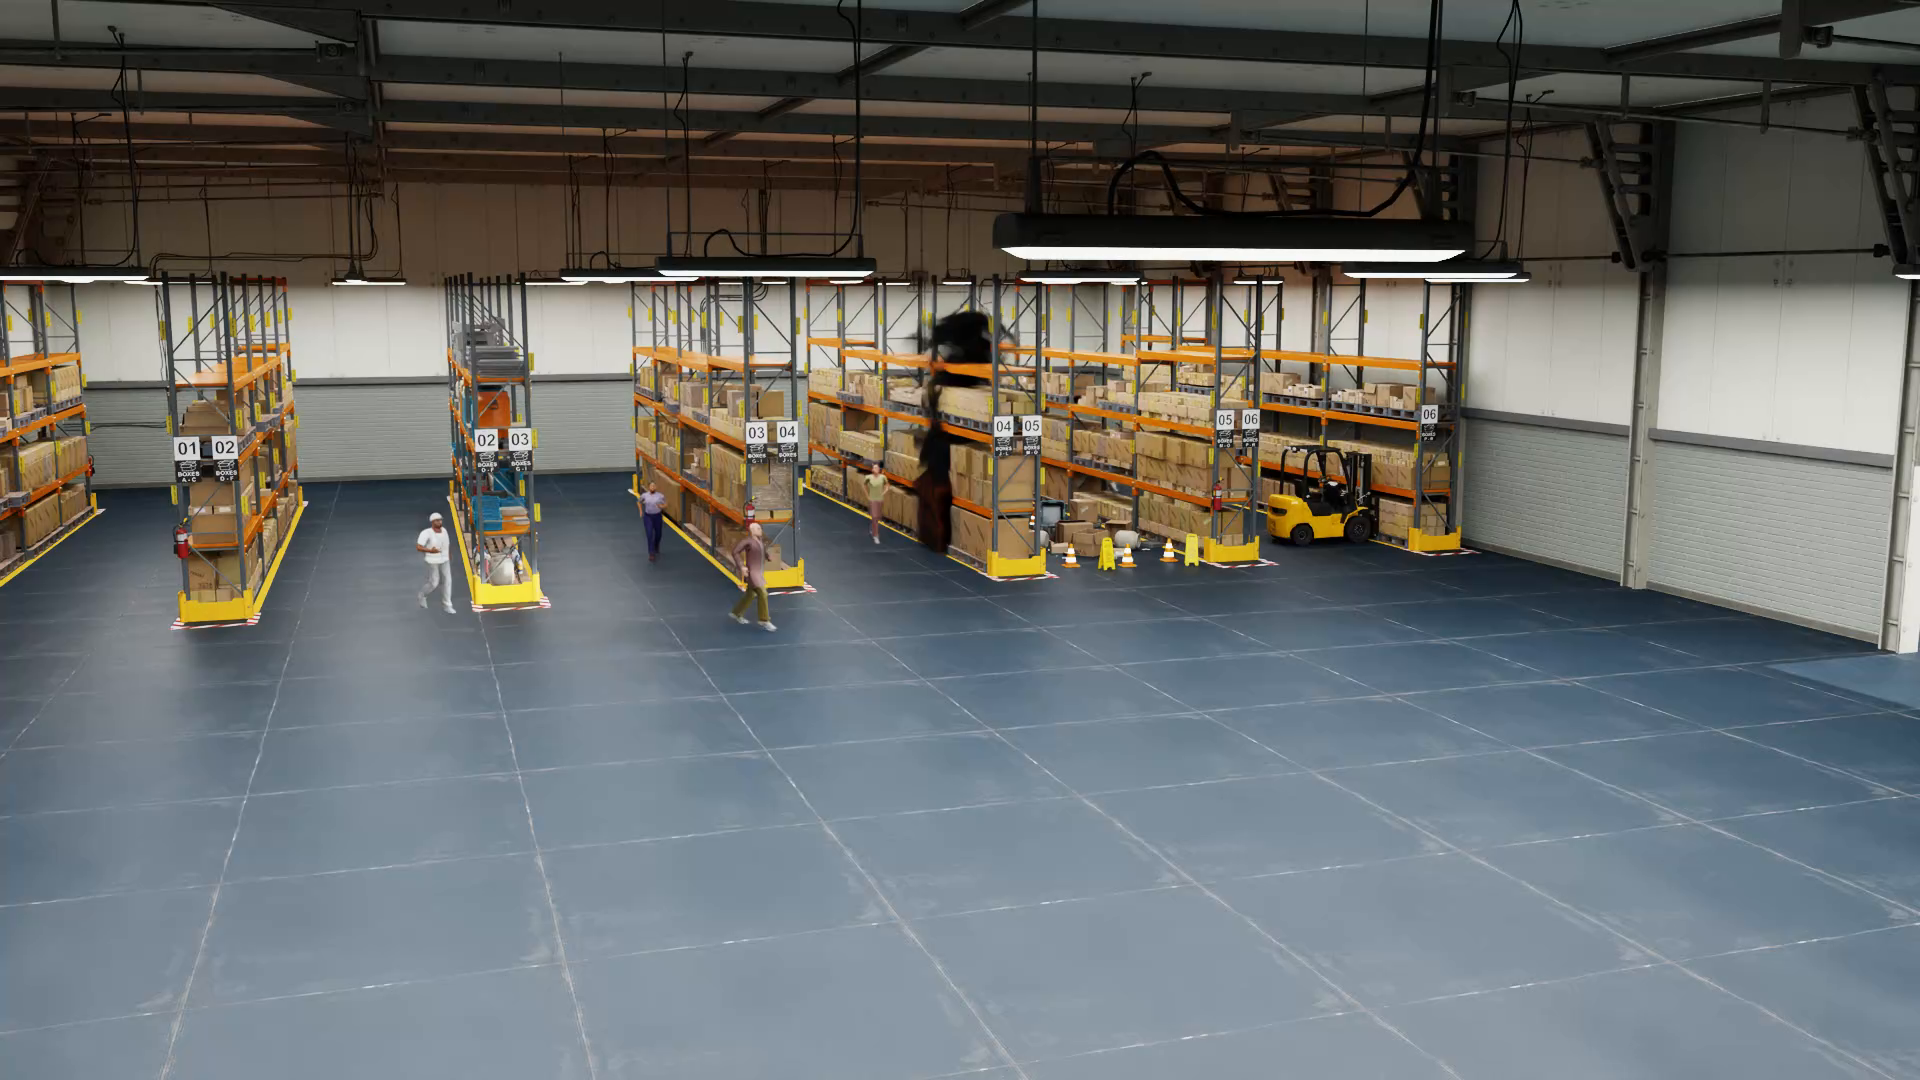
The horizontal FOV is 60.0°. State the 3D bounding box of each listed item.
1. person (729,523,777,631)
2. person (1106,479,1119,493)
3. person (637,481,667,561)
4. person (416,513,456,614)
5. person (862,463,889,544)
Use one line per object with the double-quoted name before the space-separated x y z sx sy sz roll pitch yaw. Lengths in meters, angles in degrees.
"person" -3.513 0.608 28.183 0.921 1.827 0.694 2 9 14
"person" 4.114 -1.901 45.231 0.704 1.558 1.048 -3 9 -22
"person" -6.530 -0.432 35.405 0.601 1.635 0.934 -3 9 -19
"person" -9.298 0.405 29.553 0.873 1.785 0.715 7 11 38
"person" -1.819 -0.819 36.119 0.591 1.736 0.730 -3 9 -18
